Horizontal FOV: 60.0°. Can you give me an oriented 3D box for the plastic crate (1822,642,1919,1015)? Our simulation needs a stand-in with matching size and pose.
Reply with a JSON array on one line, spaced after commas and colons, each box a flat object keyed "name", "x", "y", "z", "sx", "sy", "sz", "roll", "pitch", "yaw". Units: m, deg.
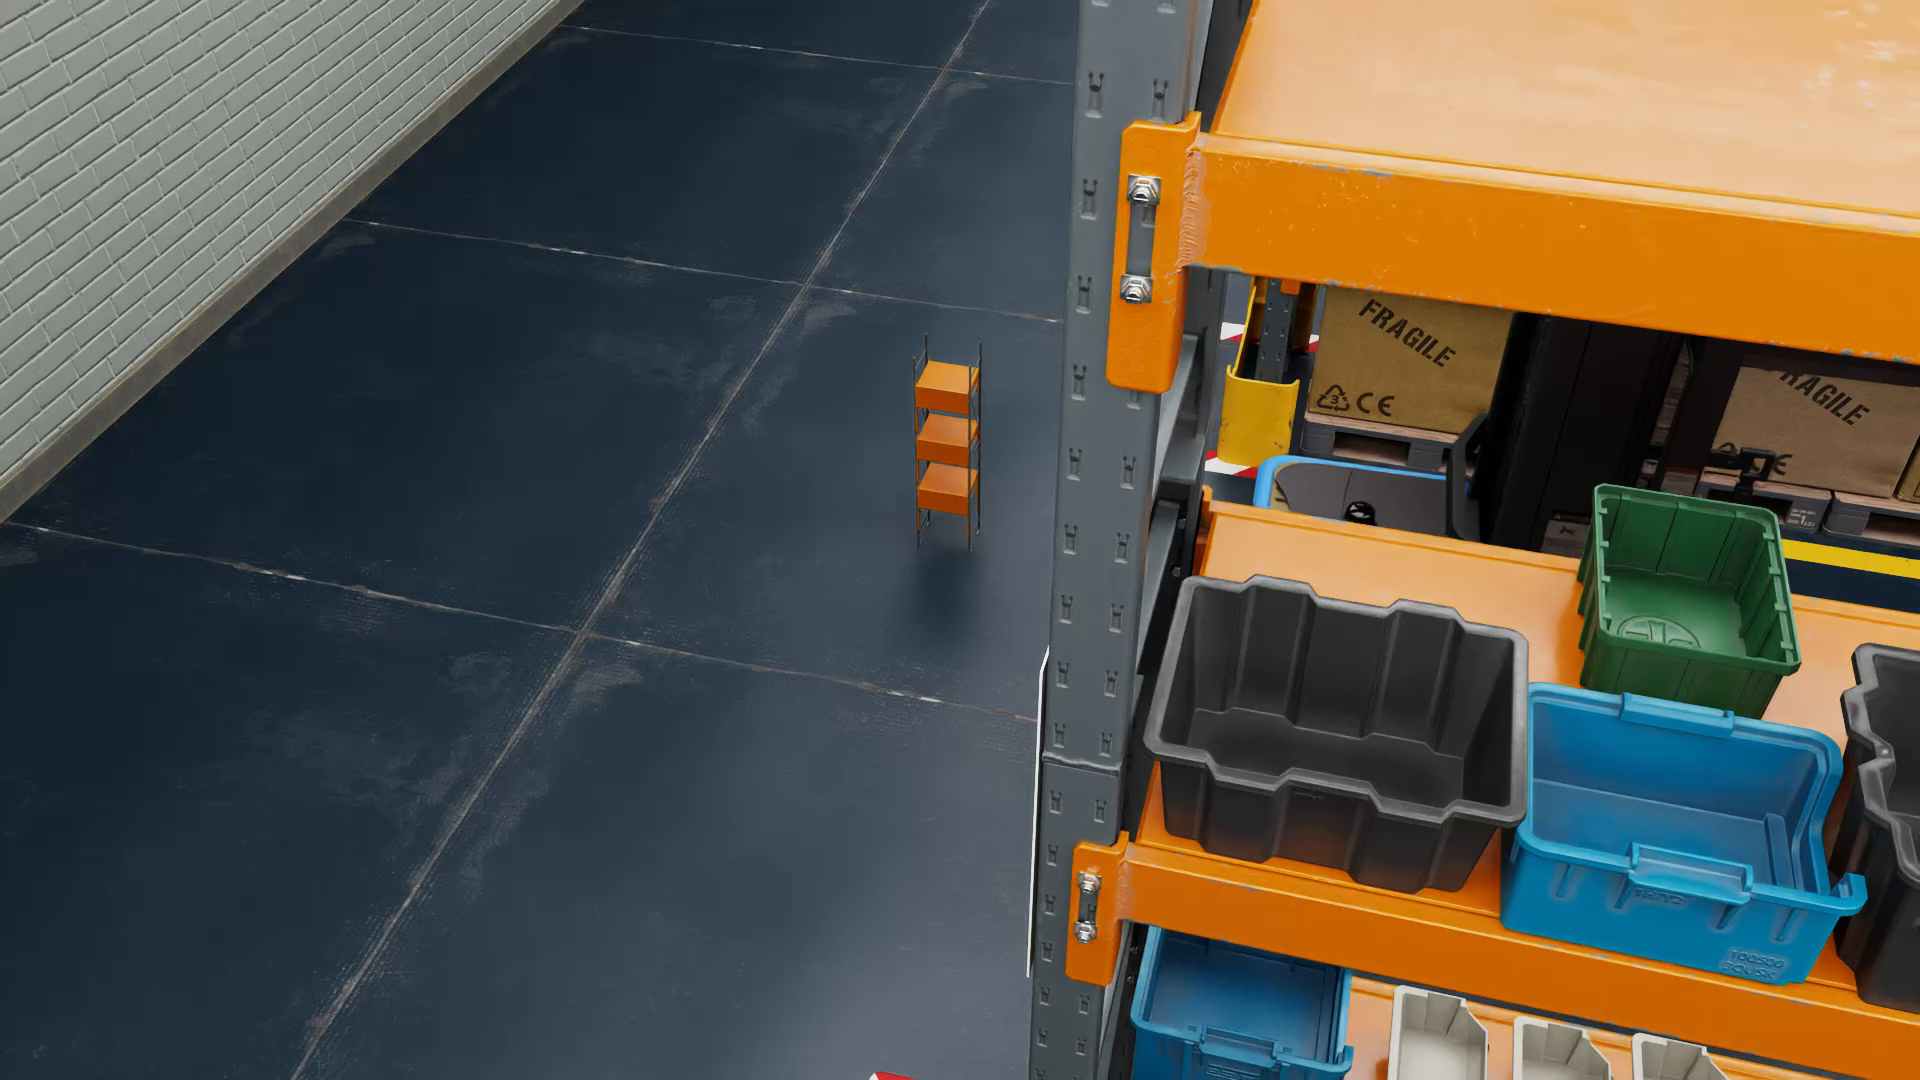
[{"name": "plastic crate", "x": 1.727, "y": 0.506, "z": 2.555, "sx": 0.767, "sy": 0.338, "sz": 0.504, "roll": 10, "pitch": 41, "yaw": 11}]

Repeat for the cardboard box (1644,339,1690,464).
[{"name": "cardboard box", "x": 3.121, "y": -1.010, "z": 7.970, "sx": 0.875, "sy": 0.875, "sz": 0.875, "roll": 10, "pitch": 41, "yaw": 11}]

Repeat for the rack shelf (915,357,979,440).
[{"name": "rack shelf", "x": -0.052, "y": -0.620, "z": 7.272, "sx": 0.240, "sy": 0.259, "sz": 0.215, "roll": 10, "pitch": 41, "yaw": 11}]

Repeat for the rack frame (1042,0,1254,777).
[{"name": "rack frame", "x": 0.323, "y": -1.091, "z": 2.076, "sx": 0.127, "sy": 3.000, "sz": 1.000, "roll": 10, "pitch": 41, "yaw": 11}]

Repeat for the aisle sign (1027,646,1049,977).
[{"name": "aisle sign", "x": 0.176, "y": 0.383, "z": 2.964, "sx": 0.004, "sy": 0.787, "sz": 0.394, "roll": 10, "pitch": 41, "yaw": 11}]

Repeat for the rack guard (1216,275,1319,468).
[{"name": "rack guard", "x": 1.580, "y": -0.918, "z": 8.478, "sx": 0.348, "sy": 0.500, "sz": 1.175, "roll": 10, "pitch": 41, "yaw": 11}]

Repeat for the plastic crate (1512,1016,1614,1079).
[{"name": "plastic crate", "x": 1.433, "y": 1.365, "z": 3.976, "sx": 0.243, "sy": 0.136, "sz": 0.396, "roll": 10, "pitch": 41, "yaw": 11}]

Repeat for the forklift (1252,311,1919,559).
[{"name": "forklift", "x": 2.536, "y": -0.133, "z": 5.654, "sx": 3.031, "sy": 2.935, "sz": 1.130, "roll": 8, "pitch": 41, "yaw": 10}]

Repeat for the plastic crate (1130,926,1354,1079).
[{"name": "plastic crate", "x": 0.694, "y": 1.109, "z": 4.047, "sx": 0.499, "sy": 0.435, "sz": 0.616, "roll": 10, "pitch": 41, "yaw": 11}]

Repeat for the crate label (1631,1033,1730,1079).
[{"name": "crate label", "x": 1.709, "y": 1.396, "z": 3.939, "sx": 0.243, "sy": 0.136, "sz": 0.396, "roll": 10, "pitch": 41, "yaw": 11}]

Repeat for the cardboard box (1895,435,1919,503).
[{"name": "cardboard box", "x": 4.850, "y": -0.712, "z": 7.616, "sx": 0.875, "sy": 0.875, "sz": 0.875, "roll": 10, "pitch": 41, "yaw": 11}]

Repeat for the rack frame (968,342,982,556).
[{"name": "rack frame", "x": 0.066, "y": -0.391, "z": 7.423, "sx": 0.008, "sy": 1.050, "sz": 0.200, "roll": 10, "pitch": 41, "yaw": 11}]

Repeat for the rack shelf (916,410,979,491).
[{"name": "rack shelf", "x": -0.052, "y": -0.403, "z": 7.454, "sx": 0.240, "sy": 0.259, "sz": 0.215, "roll": 10, "pitch": 41, "yaw": 11}]

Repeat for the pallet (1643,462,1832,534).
[{"name": "pallet", "x": 3.570, "y": -0.514, "z": 8.223, "sx": 1.213, "sy": 0.211, "sz": 1.003, "roll": 10, "pitch": 41, "yaw": 11}]

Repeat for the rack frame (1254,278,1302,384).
[{"name": "rack frame", "x": 1.603, "y": -1.871, "z": 7.670, "sx": 0.127, "sy": 3.000, "sz": 1.000, "roll": 10, "pitch": 41, "yaw": 11}]

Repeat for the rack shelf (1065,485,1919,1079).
[{"name": "rack shelf", "x": 2.255, "y": 0.666, "z": 2.877, "sx": 4.000, "sy": 0.370, "sz": 1.077, "roll": 10, "pitch": 41, "yaw": 11}]

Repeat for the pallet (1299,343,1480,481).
[{"name": "pallet", "x": 2.395, "y": -0.719, "z": 8.466, "sx": 1.213, "sy": 0.211, "sz": 1.003, "roll": 10, "pitch": 41, "yaw": 11}]

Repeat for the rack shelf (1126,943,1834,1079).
[{"name": "rack shelf", "x": 2.255, "y": 1.814, "z": 3.841, "sx": 4.000, "sy": 0.370, "sz": 1.077, "roll": 10, "pitch": 41, "yaw": 11}]

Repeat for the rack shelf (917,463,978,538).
[{"name": "rack shelf", "x": -0.052, "y": -0.190, "z": 7.633, "sx": 0.240, "sy": 0.259, "sz": 0.215, "roll": 10, "pitch": 41, "yaw": 11}]

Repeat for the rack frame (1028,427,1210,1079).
[{"name": "rack frame", "x": 0.323, "y": 1.206, "z": 4.006, "sx": 0.127, "sy": 3.000, "sz": 1.000, "roll": 10, "pitch": 41, "yaw": 11}]

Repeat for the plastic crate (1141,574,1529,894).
[{"name": "plastic crate", "x": 0.622, "y": 0.345, "z": 2.801, "sx": 0.590, "sy": 0.269, "sz": 0.497, "roll": 10, "pitch": 41, "yaw": 11}]

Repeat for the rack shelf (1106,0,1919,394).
[{"name": "rack shelf", "x": 2.255, "y": -0.330, "z": 2.041, "sx": 4.000, "sy": 0.370, "sz": 1.077, "roll": 10, "pitch": 41, "yaw": 11}]

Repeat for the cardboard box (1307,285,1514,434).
[{"name": "cardboard box", "x": 2.242, "y": -1.161, "z": 8.150, "sx": 0.875, "sy": 0.875, "sz": 0.875, "roll": 10, "pitch": 41, "yaw": 11}]

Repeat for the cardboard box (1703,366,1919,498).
[{"name": "cardboard box", "x": 3.981, "y": -0.862, "z": 7.794, "sx": 0.875, "sy": 0.875, "sz": 0.875, "roll": 10, "pitch": 41, "yaw": 11}]

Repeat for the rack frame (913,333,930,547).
[{"name": "rack frame", "x": -0.170, "y": -0.431, "z": 7.472, "sx": 0.008, "sy": 1.050, "sz": 0.200, "roll": 10, "pitch": 41, "yaw": 11}]

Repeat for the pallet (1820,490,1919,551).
[{"name": "pallet", "x": 4.753, "y": -0.313, "z": 7.983, "sx": 1.213, "sy": 0.211, "sz": 1.003, "roll": 10, "pitch": 41, "yaw": 11}]

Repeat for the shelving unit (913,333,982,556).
[{"name": "shelving unit", "x": -0.052, "y": -0.411, "z": 7.448, "sx": 0.252, "sy": 1.050, "sz": 0.215, "roll": 10, "pitch": 41, "yaw": 11}]

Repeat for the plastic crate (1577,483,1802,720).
[{"name": "plastic crate", "x": 1.349, "y": 0.125, "z": 3.125, "sx": 0.336, "sy": 0.188, "sz": 0.450, "roll": 10, "pitch": 41, "yaw": 11}]

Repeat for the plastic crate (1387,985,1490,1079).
[{"name": "plastic crate", "x": 1.157, "y": 1.307, "z": 4.044, "sx": 0.243, "sy": 0.136, "sz": 0.396, "roll": 10, "pitch": 41, "yaw": 11}]

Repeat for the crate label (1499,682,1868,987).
[{"name": "crate label", "x": 1.130, "y": 0.469, "z": 2.667, "sx": 0.502, "sy": 0.251, "sz": 0.408, "roll": 10, "pitch": 41, "yaw": 11}]

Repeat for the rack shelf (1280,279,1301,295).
[{"name": "rack shelf", "x": 3.535, "y": -1.263, "z": 7.505, "sx": 4.000, "sy": 0.370, "sz": 1.077, "roll": 10, "pitch": 41, "yaw": 11}]
